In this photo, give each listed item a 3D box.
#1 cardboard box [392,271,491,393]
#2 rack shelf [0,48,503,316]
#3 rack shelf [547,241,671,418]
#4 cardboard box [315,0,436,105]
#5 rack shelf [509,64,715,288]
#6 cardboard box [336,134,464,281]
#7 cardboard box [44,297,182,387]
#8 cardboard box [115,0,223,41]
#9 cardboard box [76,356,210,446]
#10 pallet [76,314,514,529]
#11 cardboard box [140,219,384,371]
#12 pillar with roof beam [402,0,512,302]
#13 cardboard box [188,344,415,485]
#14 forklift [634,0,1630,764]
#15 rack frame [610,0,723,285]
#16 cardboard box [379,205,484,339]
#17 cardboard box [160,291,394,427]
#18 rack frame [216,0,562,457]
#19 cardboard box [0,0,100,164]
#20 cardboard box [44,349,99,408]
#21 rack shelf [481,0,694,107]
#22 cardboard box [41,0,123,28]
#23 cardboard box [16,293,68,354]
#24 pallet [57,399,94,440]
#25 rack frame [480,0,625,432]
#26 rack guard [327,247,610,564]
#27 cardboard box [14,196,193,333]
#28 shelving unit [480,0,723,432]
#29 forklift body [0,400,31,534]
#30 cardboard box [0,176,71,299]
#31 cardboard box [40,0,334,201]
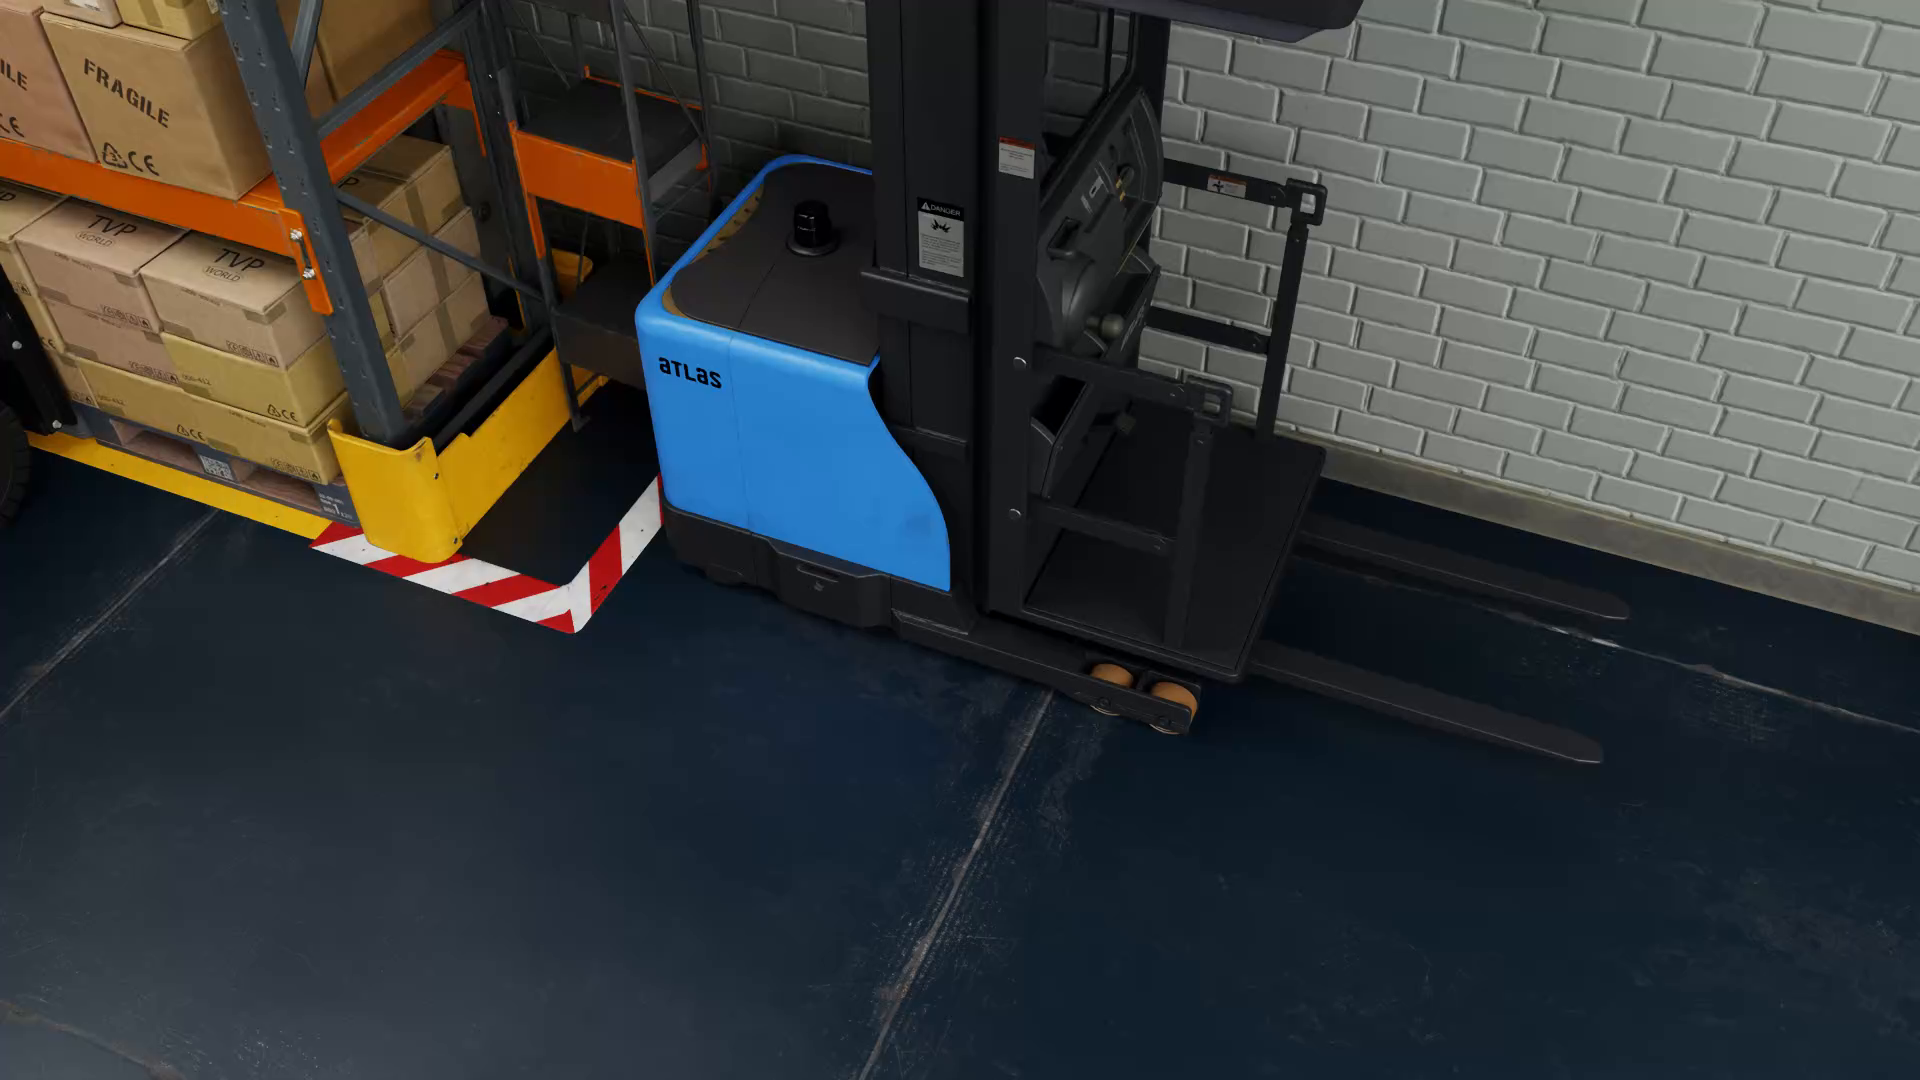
[{"bbox_3d":[-2.099,-0.837,6.116,0.500,0.250,0.500,17,47,16],"label":"cardboard box"},{"bbox_3d":[-3.566,-1.690,5.832,4.000,0.370,1.077,16,47,16],"label":"rack shelf"},{"bbox_3d":[-1.115,-0.686,5.962,0.480,0.518,0.431,20,48,19],"label":"rack shelf"},{"bbox_3d":[-2.071,-1.753,5.314,0.500,0.500,0.500,18,48,17],"label":"cardboard box"},{"bbox_3d":[-1.115,-1.182,5.468,0.480,0.518,0.431,20,48,19],"label":"rack shelf"},{"bbox_3d":[-2.091,-1.185,5.757,0.500,0.250,0.500,16,47,15],"label":"cardboard box"},{"bbox_3d":[-2.749,-0.826,5.750,0.500,0.250,0.500,16,47,15],"label":"cardboard box"},{"bbox_3d":[-2.148,-1.579,4.680,0.250,0.149,0.380,17,47,16],"label":"cardboard box"},{"bbox_3d":[-2.731,-0.640,5.918,0.500,0.250,0.500,16,47,16],"label":"cardboard box"},{"bbox_3d":[-2.442,-0.594,6.197,1.213,0.211,1.003,16,47,16],"label":"pallet"},{"bbox_3d":[-2.266,-0.853,5.423,0.500,0.250,0.500,18,48,17],"label":"cardboard box"},{"bbox_3d":[-3.674,-1.502,0.880,0.400,9.000,9.100,16,47,16],"label":"pillar with roof beam"},{"bbox_3d":[-2.276,-0.498,5.776,0.500,0.250,0.500,17,47,16],"label":"cardboard box"},{"bbox_3d":[0.580,-0.868,4.544,3.031,2.935,1.130,16,47,16],"label":"forklift"},{"bbox_3d":[-0.898,-1.113,5.380,0.015,2.100,0.400,20,48,19],"label":"rack frame"},{"bbox_3d":[-2.074,-1.017,5.942,0.500,0.250,0.500,17,47,17],"label":"cardboard box"},{"bbox_3d":[-2.290,-0.682,5.606,0.500,0.250,0.500,16,47,15],"label":"cardboard box"},{"bbox_3d":[-1.720,-1.402,5.033,0.127,3.000,1.000,16,47,16],"label":"rack frame"},{"bbox_3d":[-2.751,-1.547,5.108,0.500,0.500,0.500,18,48,17],"label":"cardboard box"},{"bbox_3d":[-3.189,-0.781,6.060,0.500,0.250,0.500,17,47,16],"label":"cardboard box"},{"bbox_3d":[-1.115,-1.678,4.975,0.480,0.518,0.431,20,48,19],"label":"rack shelf"},{"bbox_3d":[-2.396,-1.629,4.730,0.250,0.149,0.380,17,47,16],"label":"cardboard box"},{"bbox_3d":[-3.233,-0.952,5.877,0.500,0.250,0.500,15,47,15],"label":"cardboard box"},{"bbox_3d":[-3.564,-0.927,6.531,1.213,0.211,1.003,16,47,16],"label":"pallet"},{"bbox_3d":[-1.332,-1.270,5.538,0.015,2.100,0.400,20,48,19],"label":"rack frame"},{"bbox_3d":[-1.698,-0.510,5.908,0.348,0.500,1.175,16,47,16],"label":"rack guard"},{"bbox_3d":[-2.739,-0.988,5.559,0.500,0.250,0.500,17,47,17],"label":"cardboard box"},{"bbox_3d":[-1.115,-1.191,5.459,0.503,2.100,0.431,20,48,19],"label":"shelving unit"},{"bbox_3d":[-4.173,-0.429,4.656,1.214,2.155,2.313,16,47,16],"label":"forklift body"},{"bbox_3d":[-3.209,-1.118,5.690,0.500,0.250,0.500,17,47,16],"label":"cardboard box"},{"bbox_3d":[-2.276,-1.400,4.960,0.500,0.500,0.500,15,47,15],"label":"cardboard box"}]
